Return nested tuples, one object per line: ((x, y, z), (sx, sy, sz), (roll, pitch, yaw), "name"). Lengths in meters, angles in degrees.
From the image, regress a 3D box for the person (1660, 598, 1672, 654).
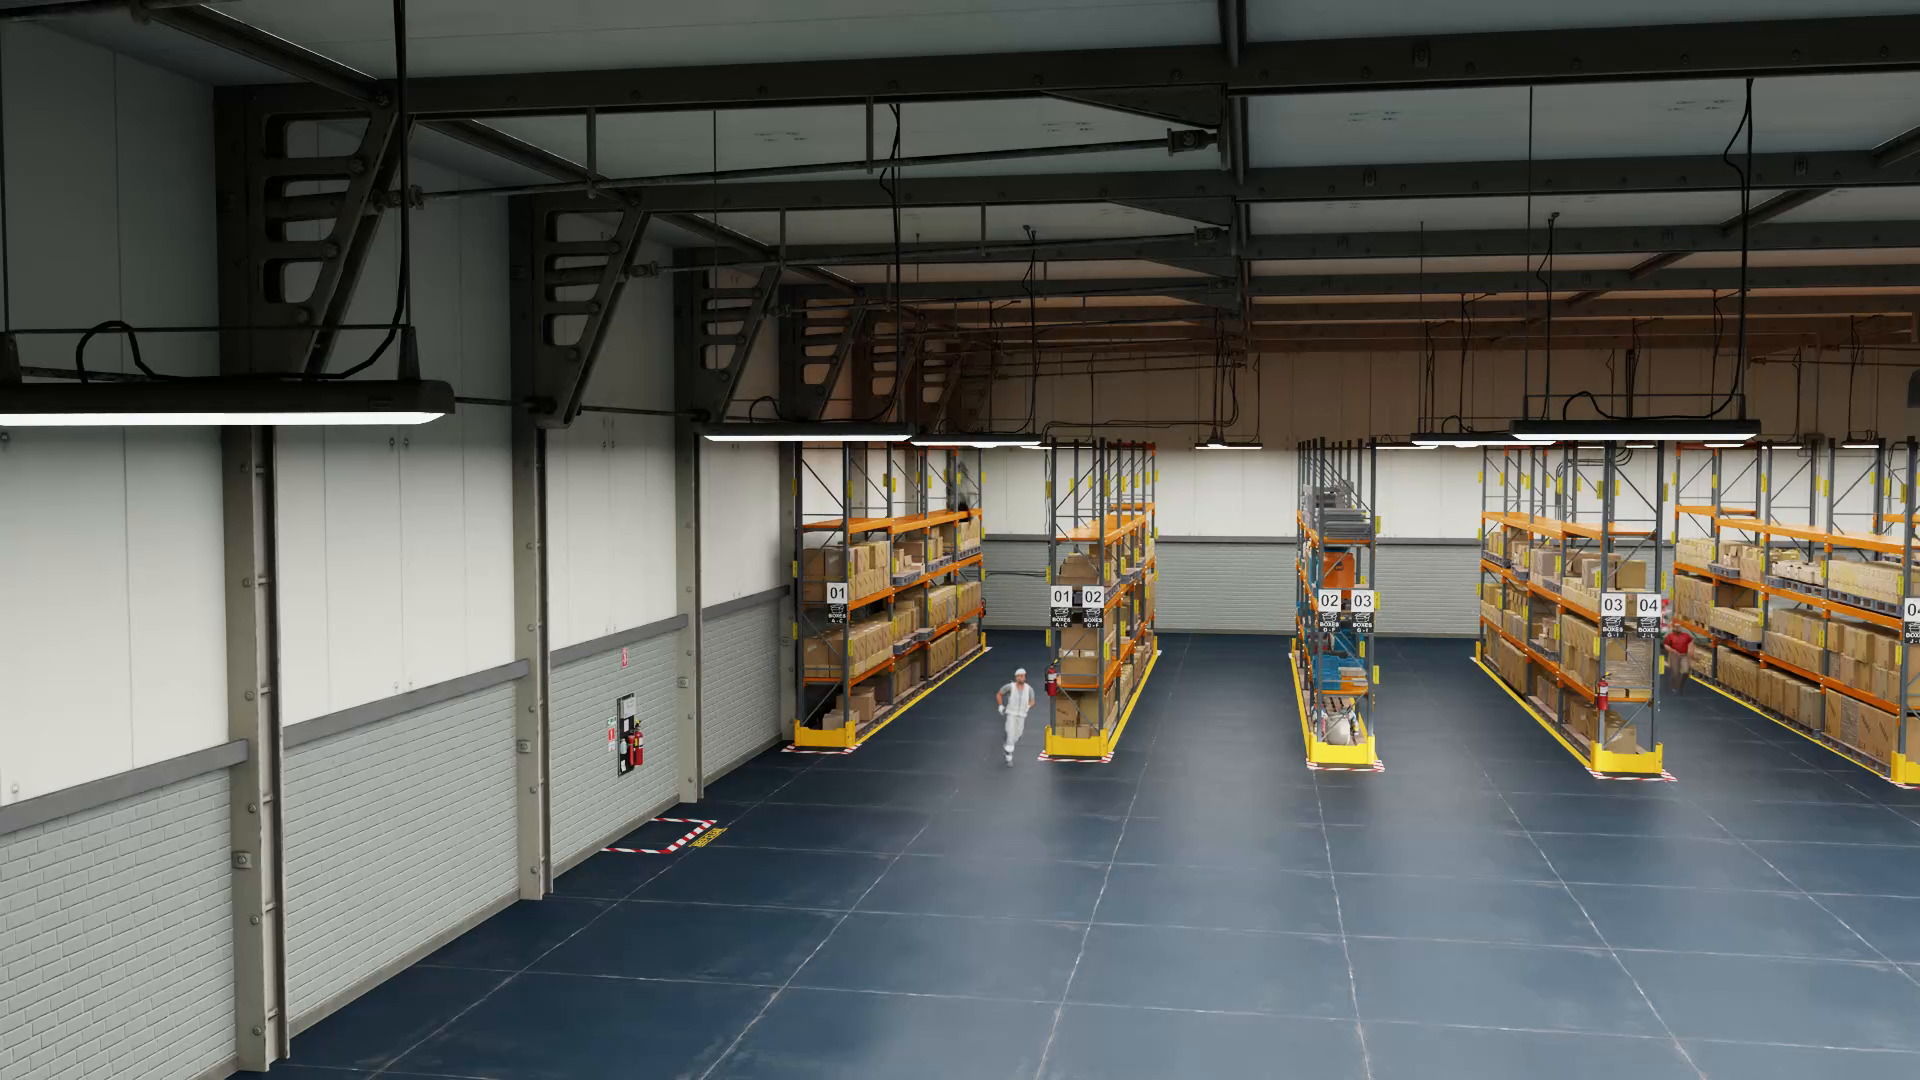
((19.222, 2.453, 45.573), (0.701, 1.716, 0.705), (-1, 3, -17), "person")

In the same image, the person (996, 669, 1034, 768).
((1.034, 3.236, 30.572), (0.701, 1.756, 0.885), (-1, 3, -15), "person")

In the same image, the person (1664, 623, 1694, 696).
((16.945, 2.815, 39.179), (0.673, 1.728, 0.693), (1, 3, 15), "person")
